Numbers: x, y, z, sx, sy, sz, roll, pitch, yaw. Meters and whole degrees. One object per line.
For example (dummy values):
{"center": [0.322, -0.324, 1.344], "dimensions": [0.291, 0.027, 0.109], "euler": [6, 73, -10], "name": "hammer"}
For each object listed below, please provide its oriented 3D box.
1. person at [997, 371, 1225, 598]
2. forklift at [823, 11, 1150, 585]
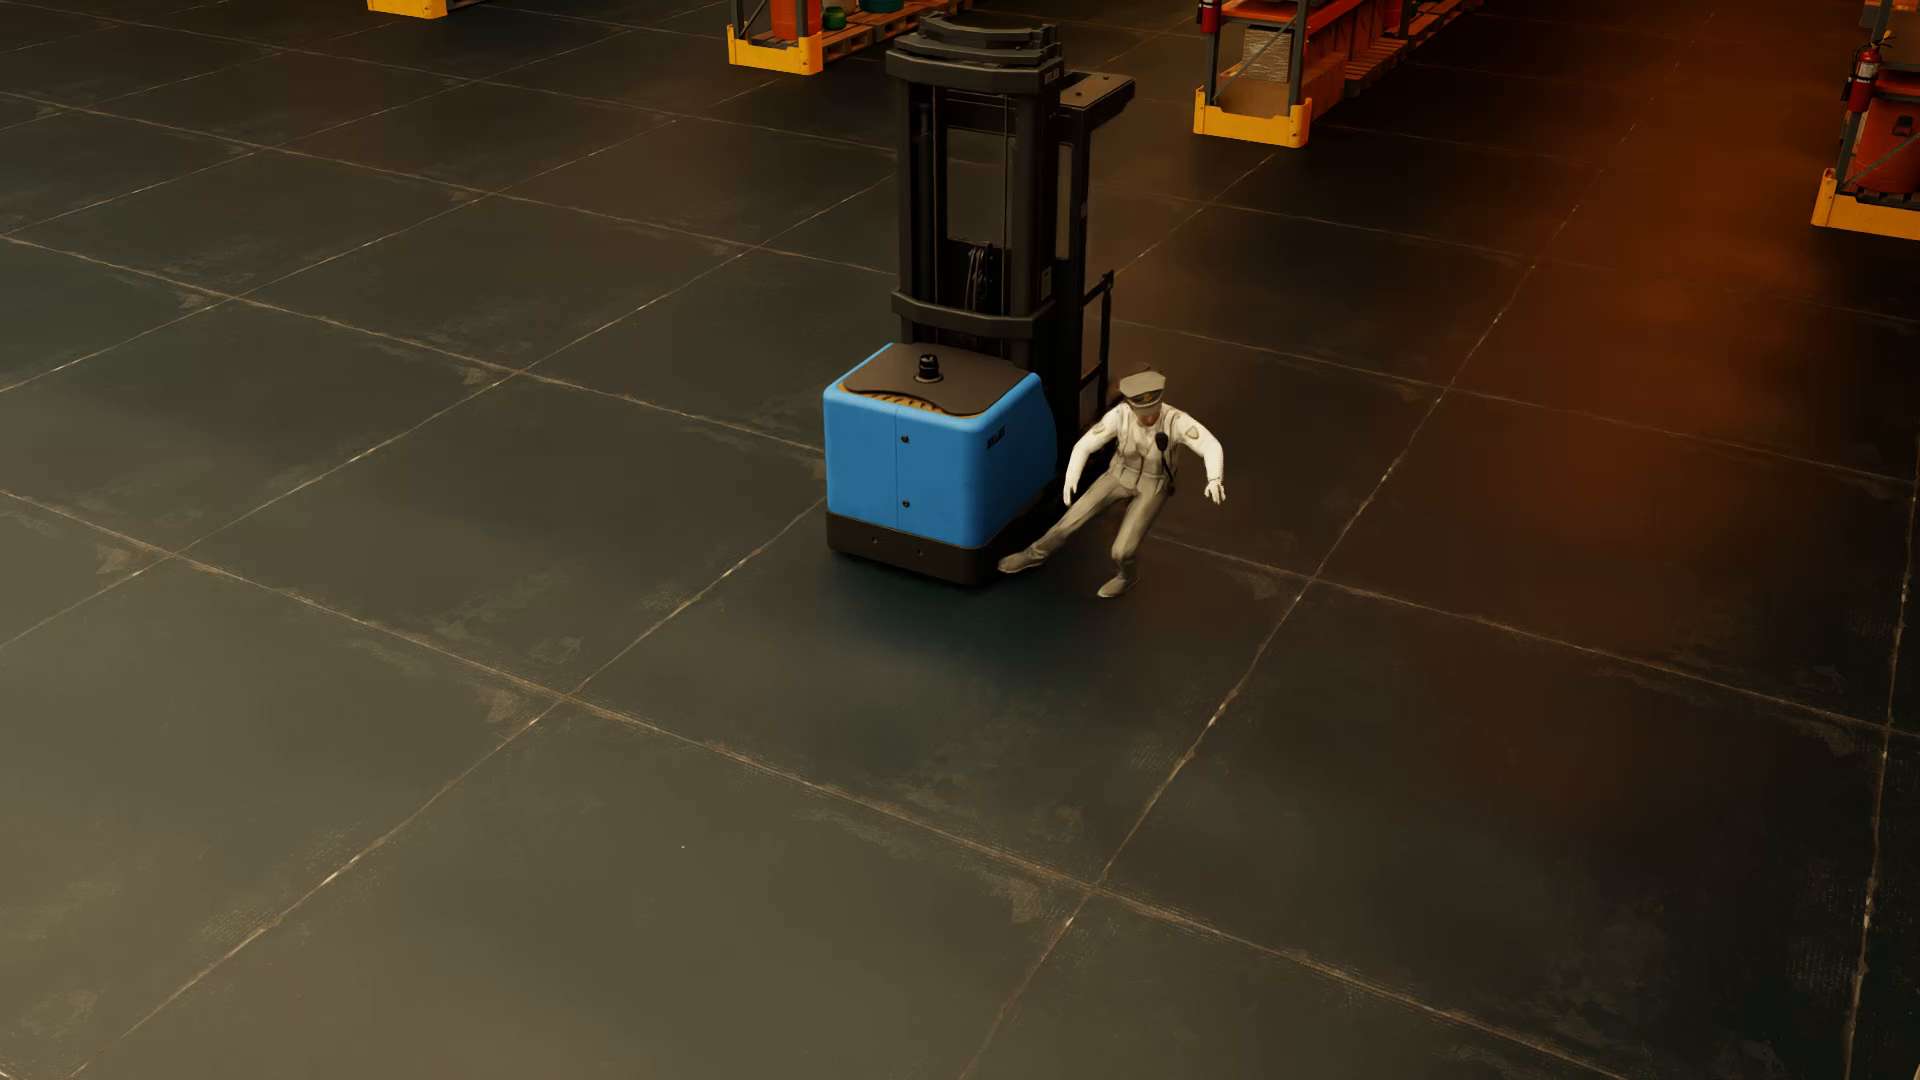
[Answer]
{"center": [0.826, -0.249, 9.051], "dimensions": [1.334, 1.428, 0.793], "euler": [10, 31, 16], "name": "person"}
{"center": [0.341, -1.724, 10.058], "dimensions": [1.130, 2.935, 3.031], "euler": [15, 33, 24], "name": "forklift"}
